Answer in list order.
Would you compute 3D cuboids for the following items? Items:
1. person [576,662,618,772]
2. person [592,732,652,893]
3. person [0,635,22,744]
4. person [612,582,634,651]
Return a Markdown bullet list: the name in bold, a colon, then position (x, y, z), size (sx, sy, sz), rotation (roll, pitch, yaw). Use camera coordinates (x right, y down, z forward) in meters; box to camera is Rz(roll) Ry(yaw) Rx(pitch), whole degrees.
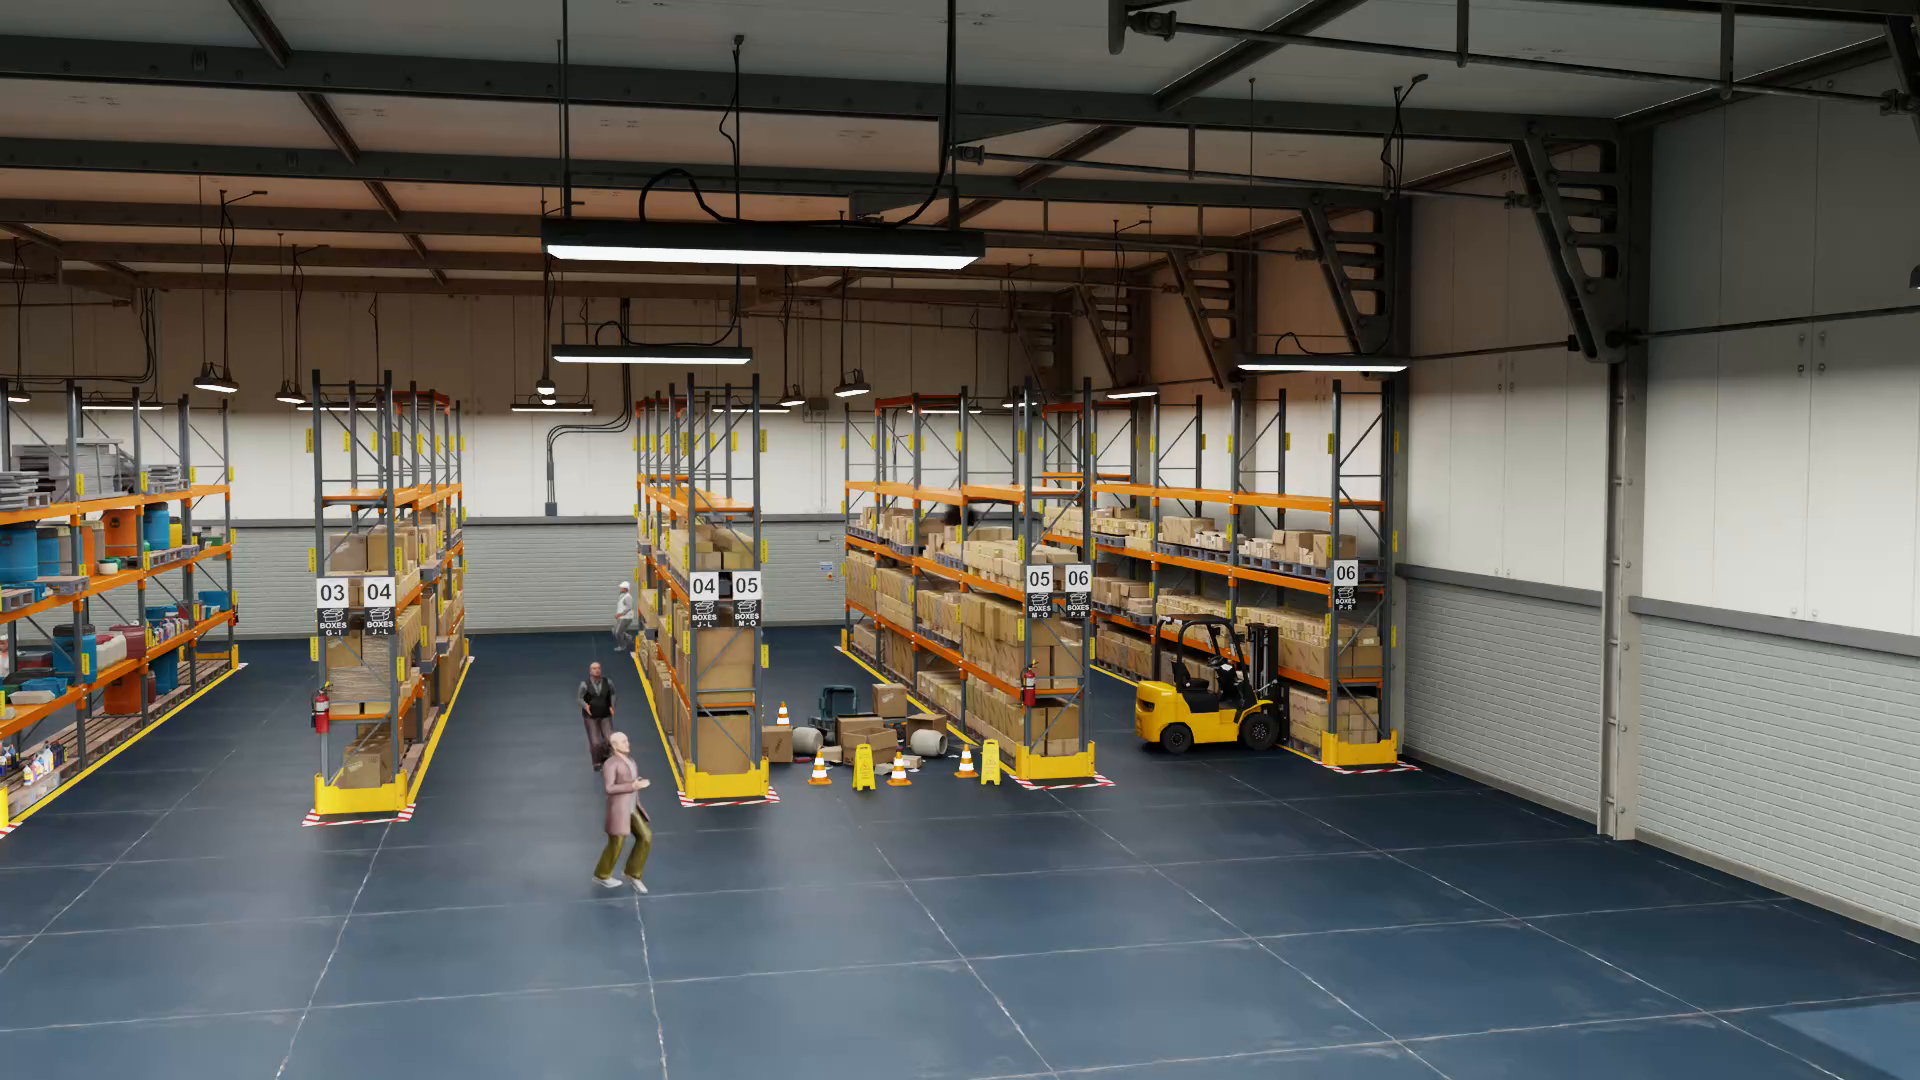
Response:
- **person**: position (-5.482, 2.697, 25.218), size (0.635, 1.676, 0.564), rotation (-1, 3, -19)
- **person**: position (-3.748, 3.051, 18.528), size (0.785, 1.834, 0.688), rotation (1, 4, 23)
- **person**: position (-15.956, 2.471, 27.818), size (0.659, 1.773, 1.003), rotation (-1, 3, -19)
- **person**: position (-8.096, 1.841, 40.111), size (0.577, 1.690, 0.771), rotation (-2, 4, -34)
